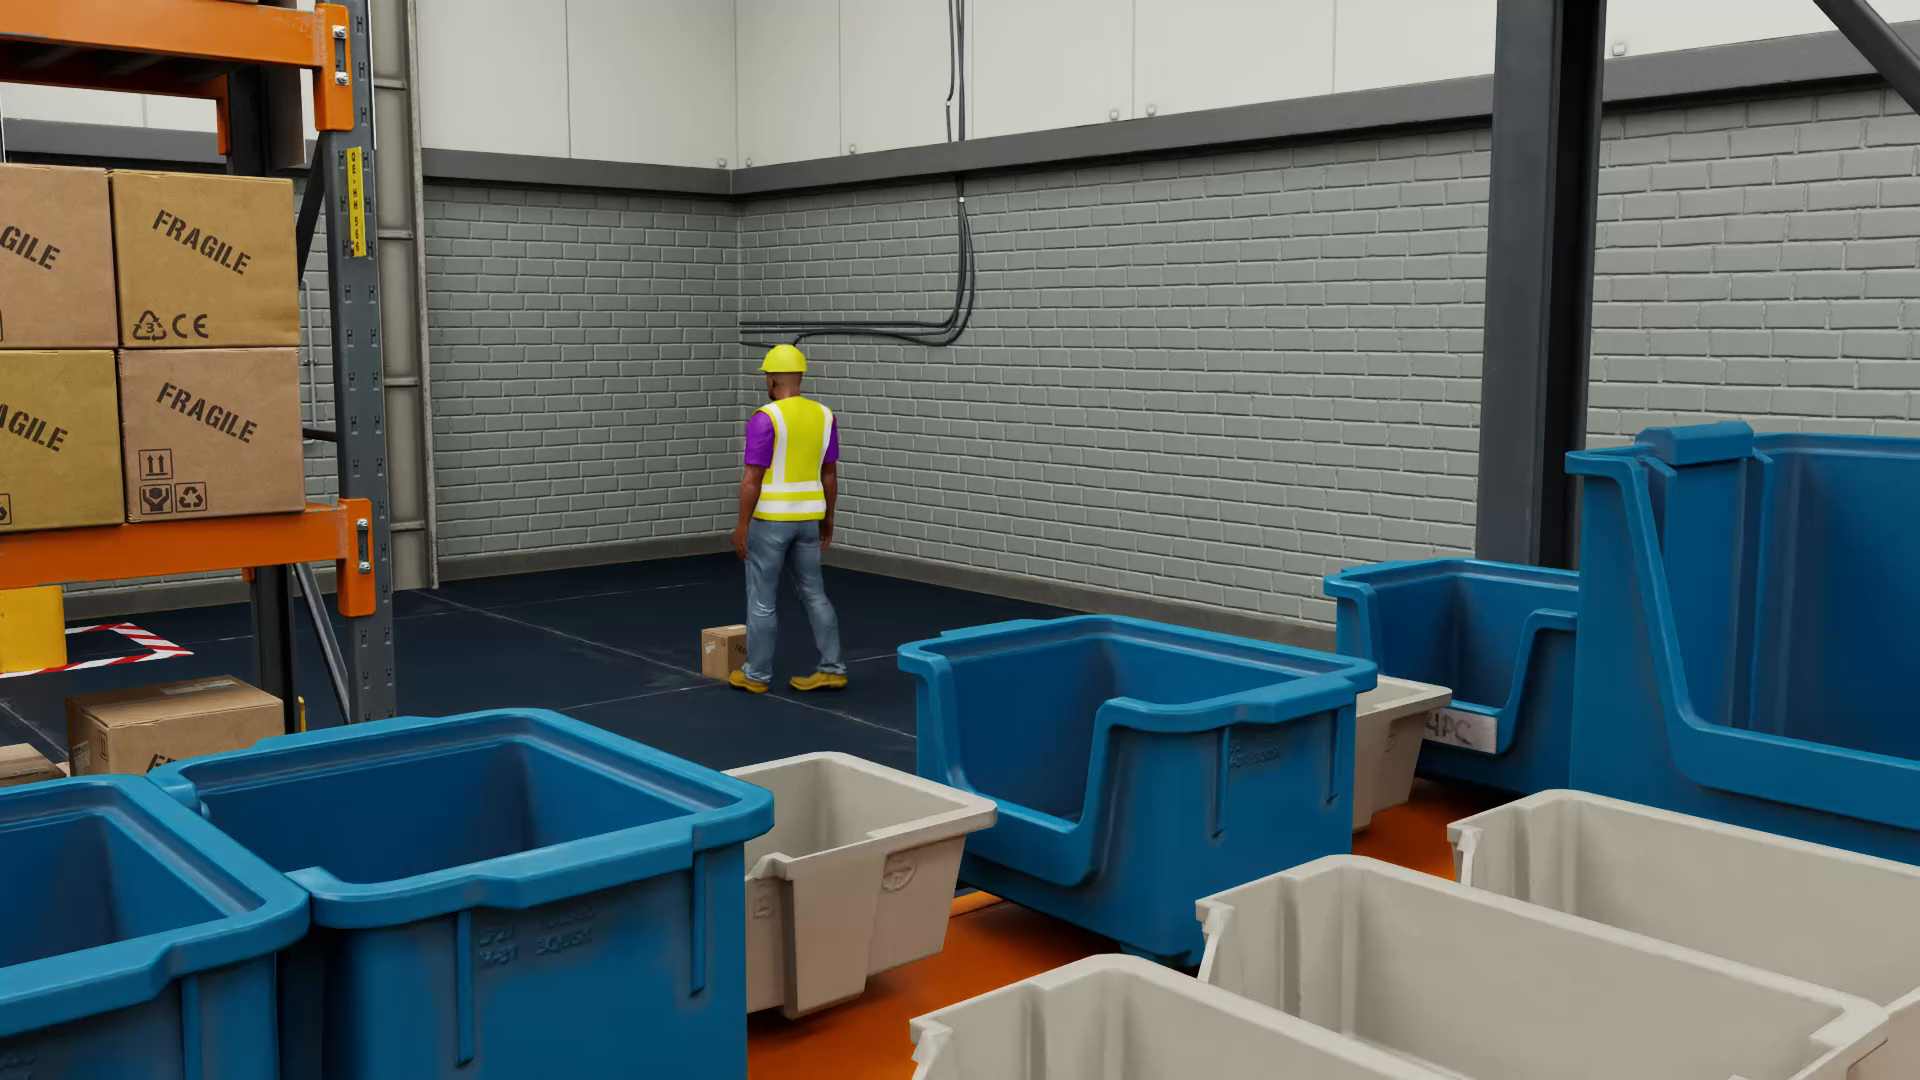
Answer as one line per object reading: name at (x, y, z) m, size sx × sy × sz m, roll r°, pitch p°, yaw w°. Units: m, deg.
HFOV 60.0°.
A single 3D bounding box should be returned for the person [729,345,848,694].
person at (-0.928, -0.102, 8.473) m, size 0.564 × 1.773 × 0.594 m, roll 7°, pitch 10°, yaw 44°
